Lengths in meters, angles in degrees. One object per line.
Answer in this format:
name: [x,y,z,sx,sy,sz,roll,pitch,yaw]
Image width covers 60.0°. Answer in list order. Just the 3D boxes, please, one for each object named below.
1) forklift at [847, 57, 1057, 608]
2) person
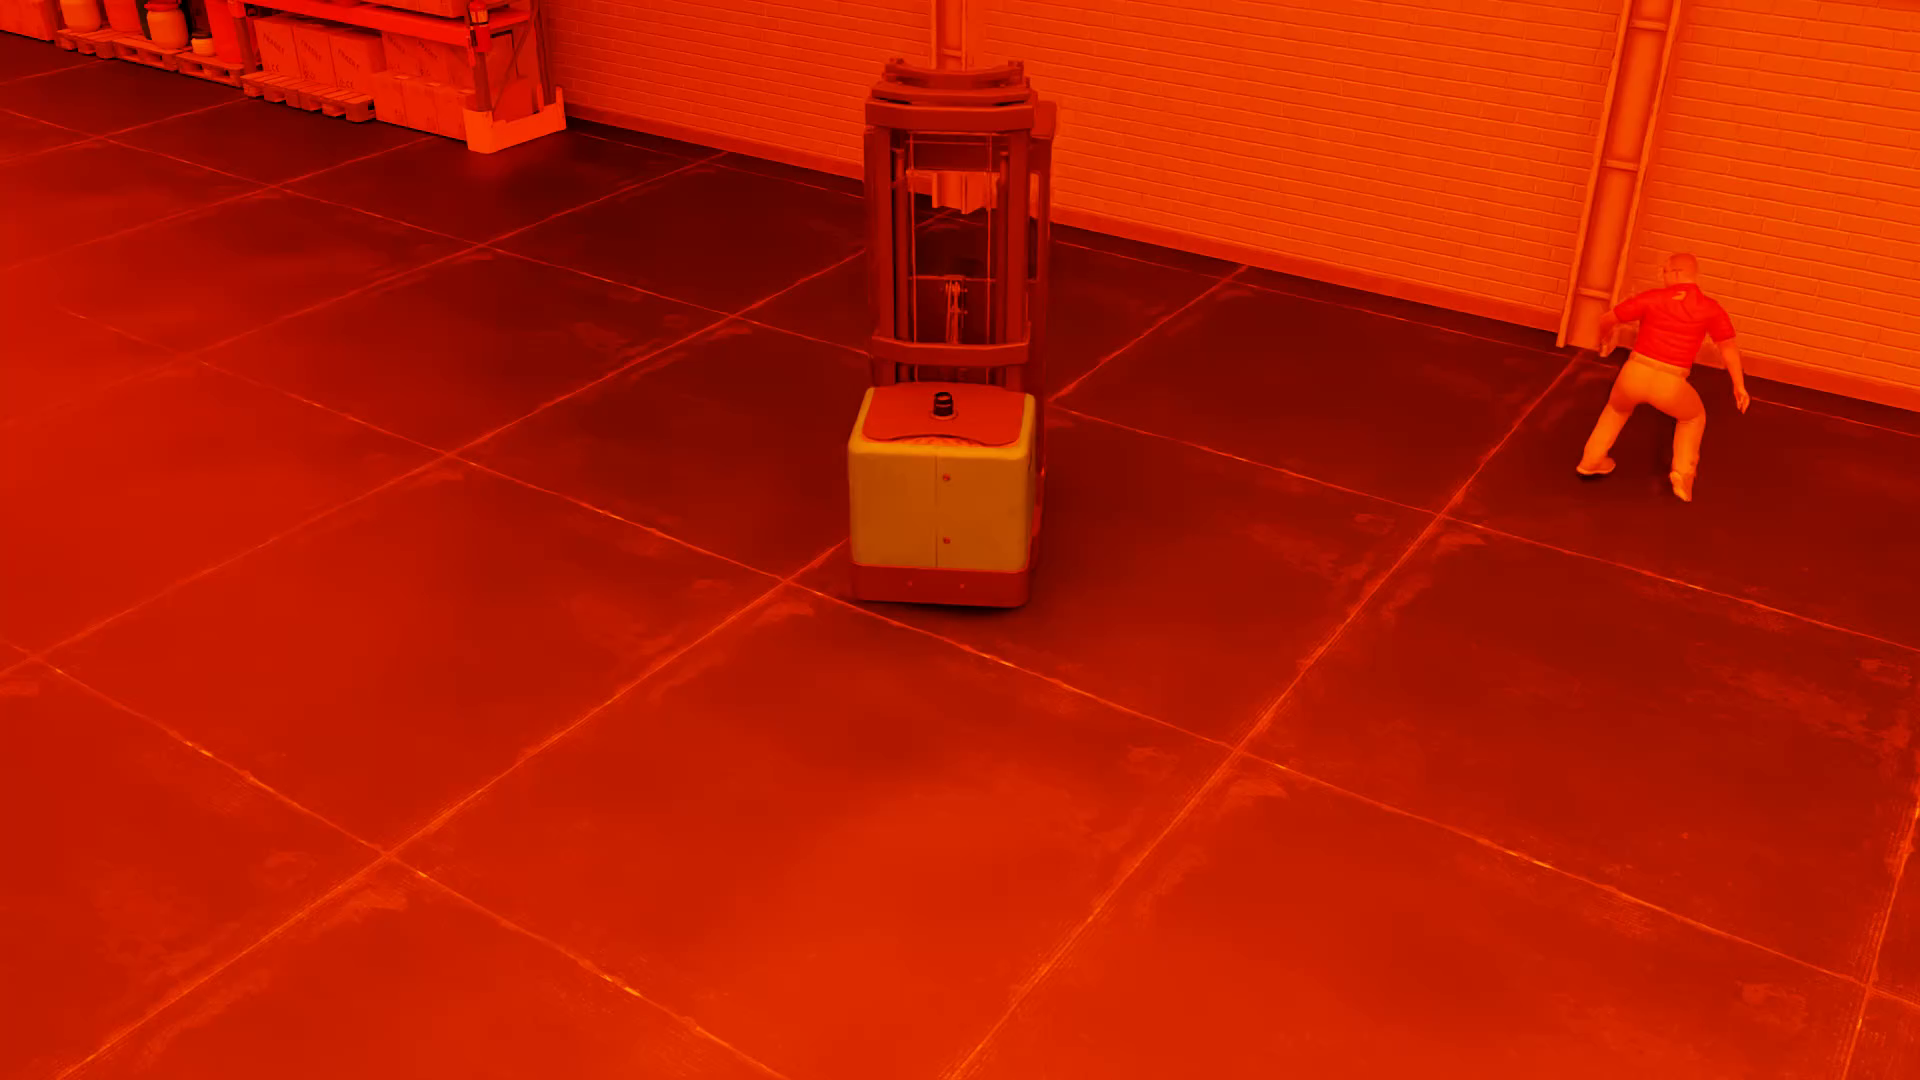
forklift: [0.008,-1.588,10.316,1.130,2.935,3.031,3,30,5]
person: [4.608,-1.029,10.822,1.017,1.648,0.526,16,34,25]
